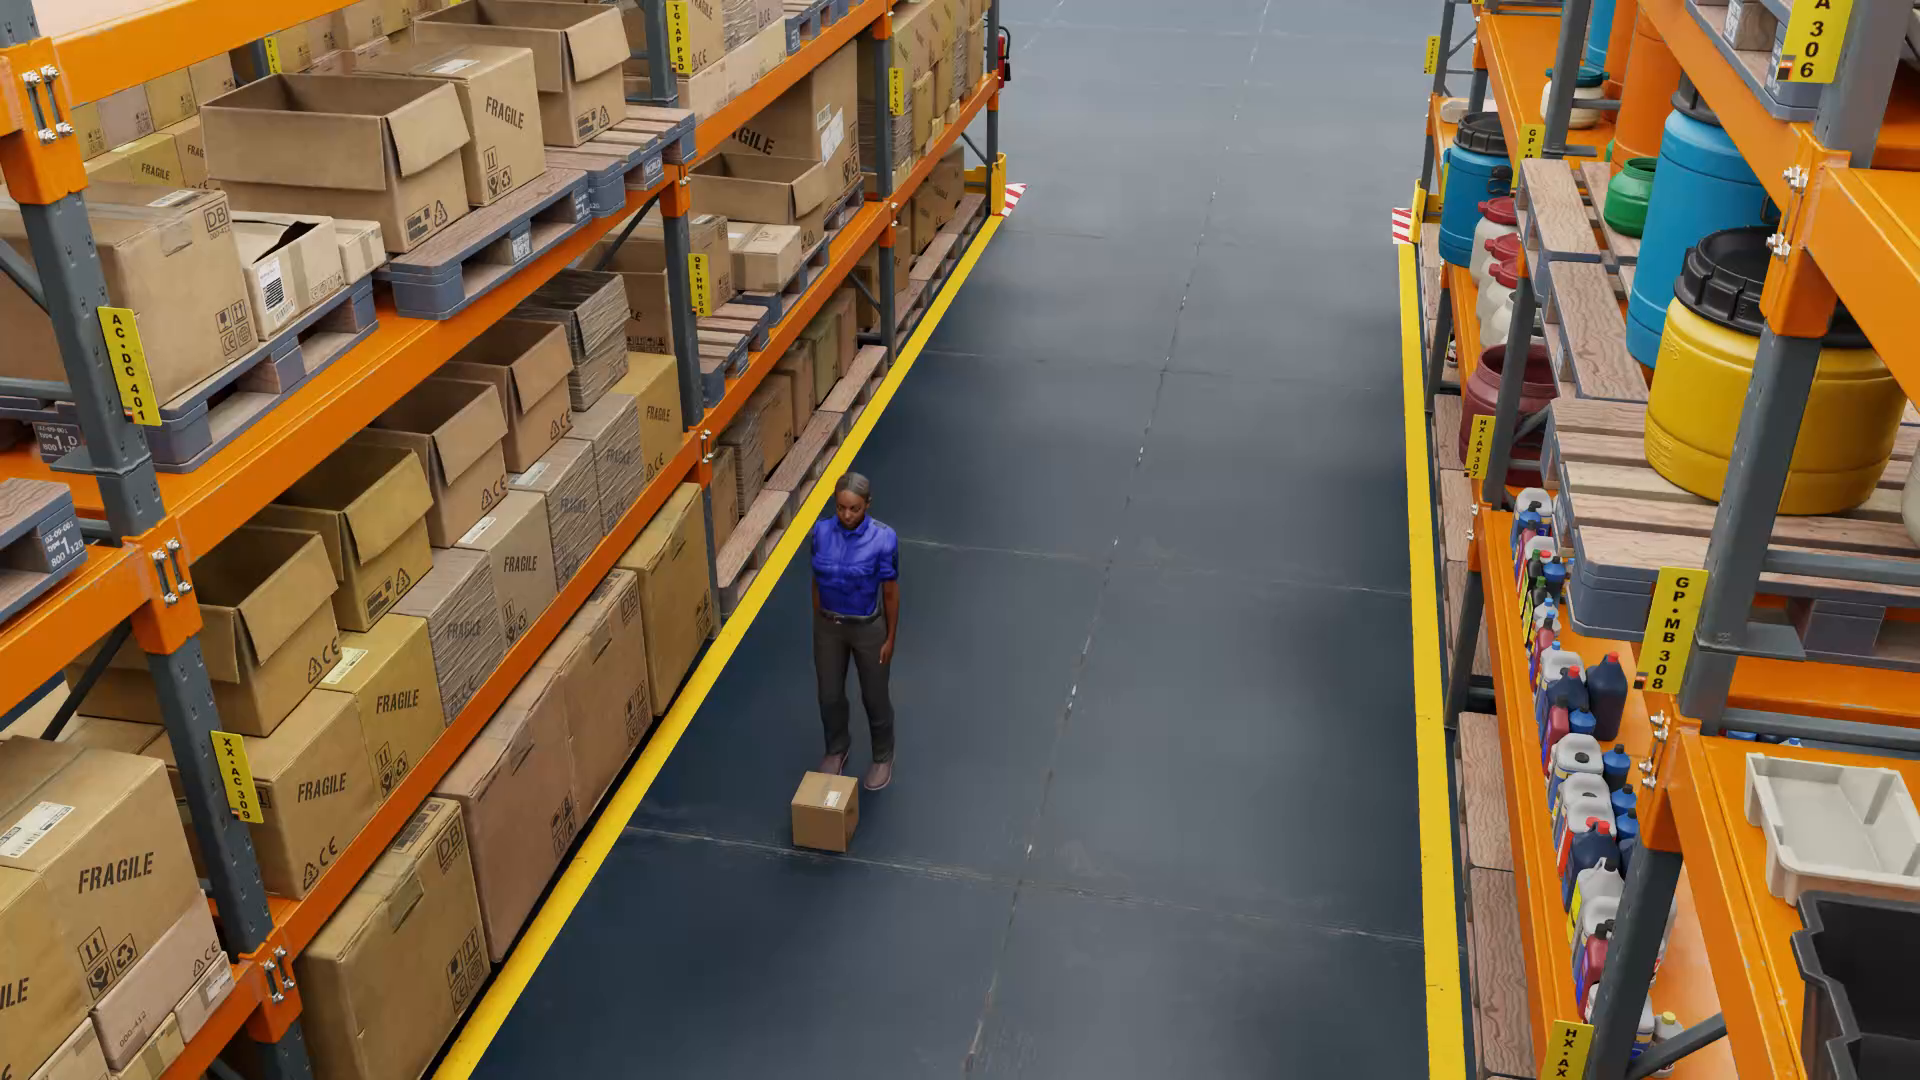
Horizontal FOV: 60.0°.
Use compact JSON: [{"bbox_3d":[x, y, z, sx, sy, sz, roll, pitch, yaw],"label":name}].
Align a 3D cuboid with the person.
[{"bbox_3d":[-0.493,0.433,7.845,0.437,1.661,0.312,8,30,14],"label":"person"}]
